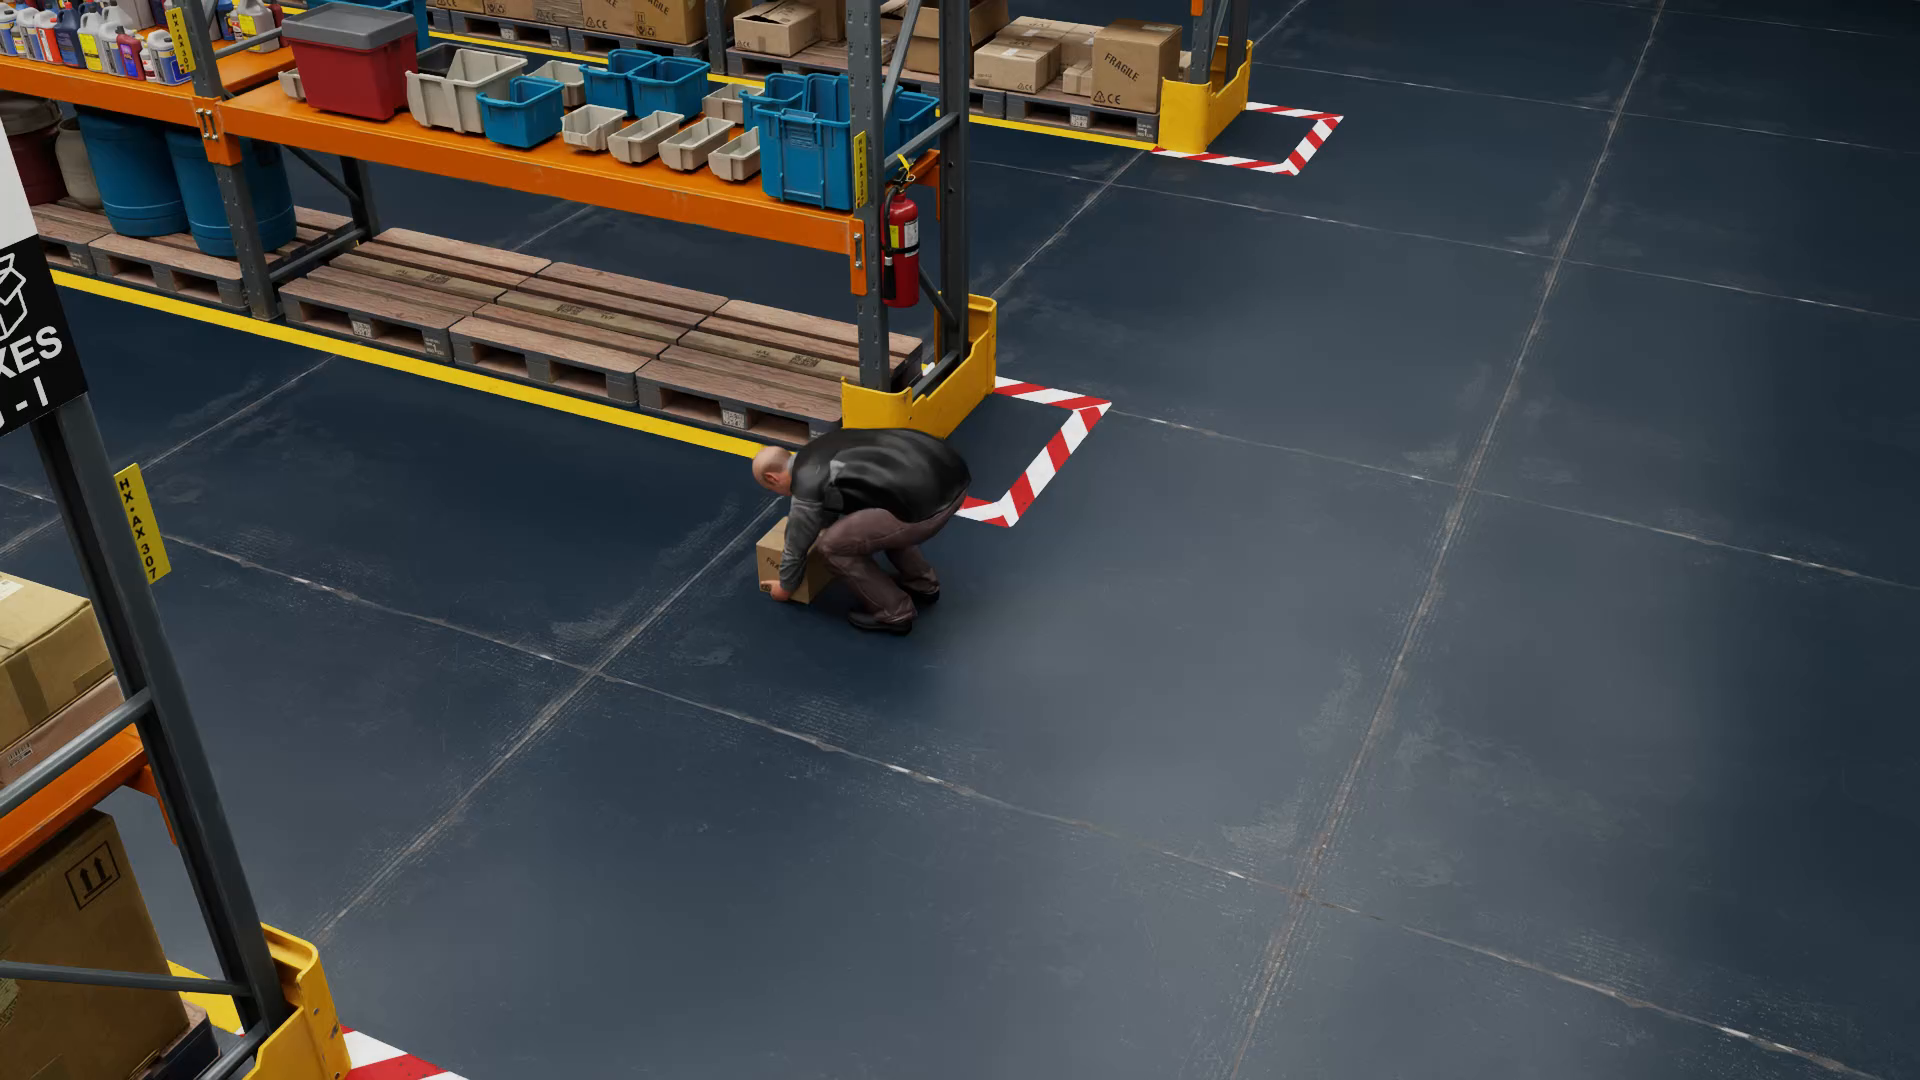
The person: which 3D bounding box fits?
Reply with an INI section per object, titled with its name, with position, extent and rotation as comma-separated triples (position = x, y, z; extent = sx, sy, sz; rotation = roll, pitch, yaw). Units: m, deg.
[person]
position = -0.435, -0.086, 7.082
extent = 0.952, 0.884, 0.519
rotation = 13, 36, 19
